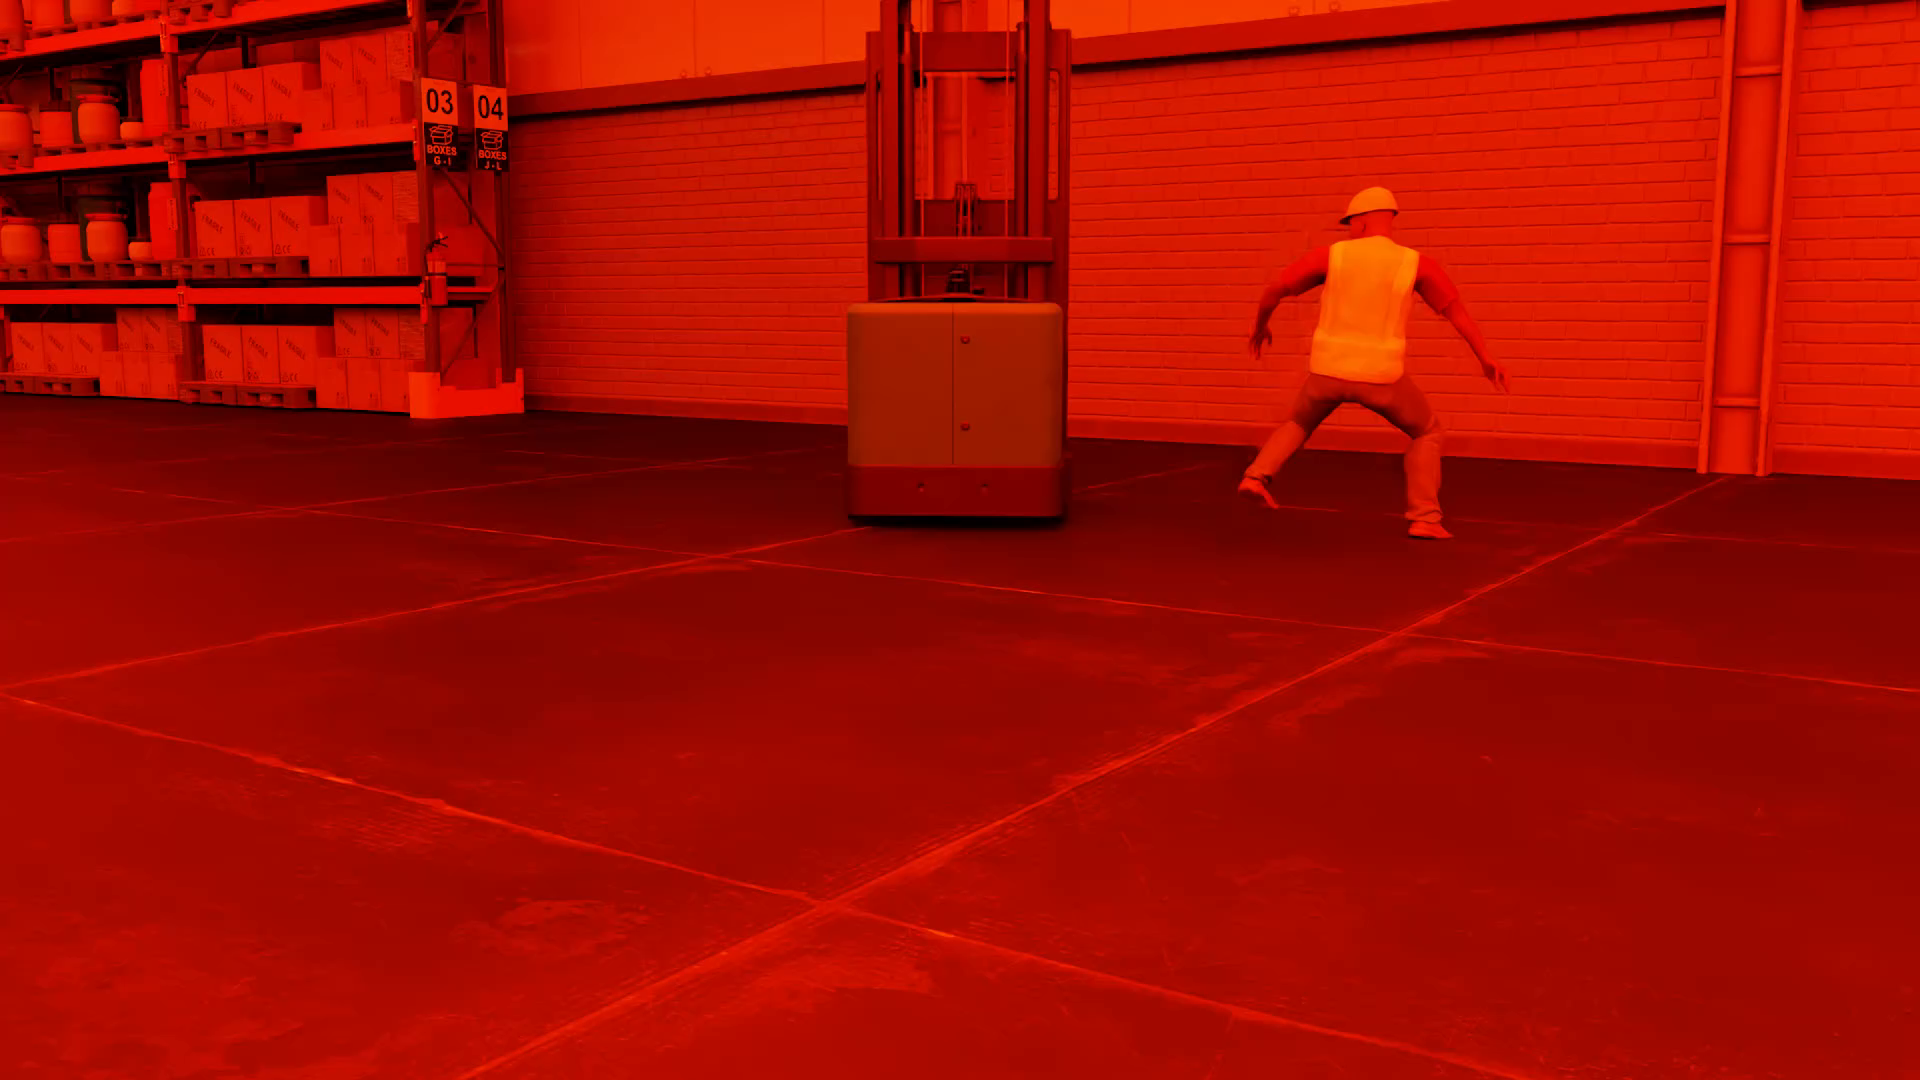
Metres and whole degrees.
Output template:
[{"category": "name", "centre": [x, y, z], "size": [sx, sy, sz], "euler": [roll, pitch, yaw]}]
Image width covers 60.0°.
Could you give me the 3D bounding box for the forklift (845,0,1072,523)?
[{"category": "forklift", "centre": [0.061, -1.705, 9.183], "size": [1.130, 2.935, 3.031], "euler": [1, 8, 4]}]

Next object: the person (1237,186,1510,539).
[{"category": "person", "centre": [1.908, -0.788, 7.647], "size": [1.214, 1.653, 0.517], "euler": [3, 9, 23]}]
